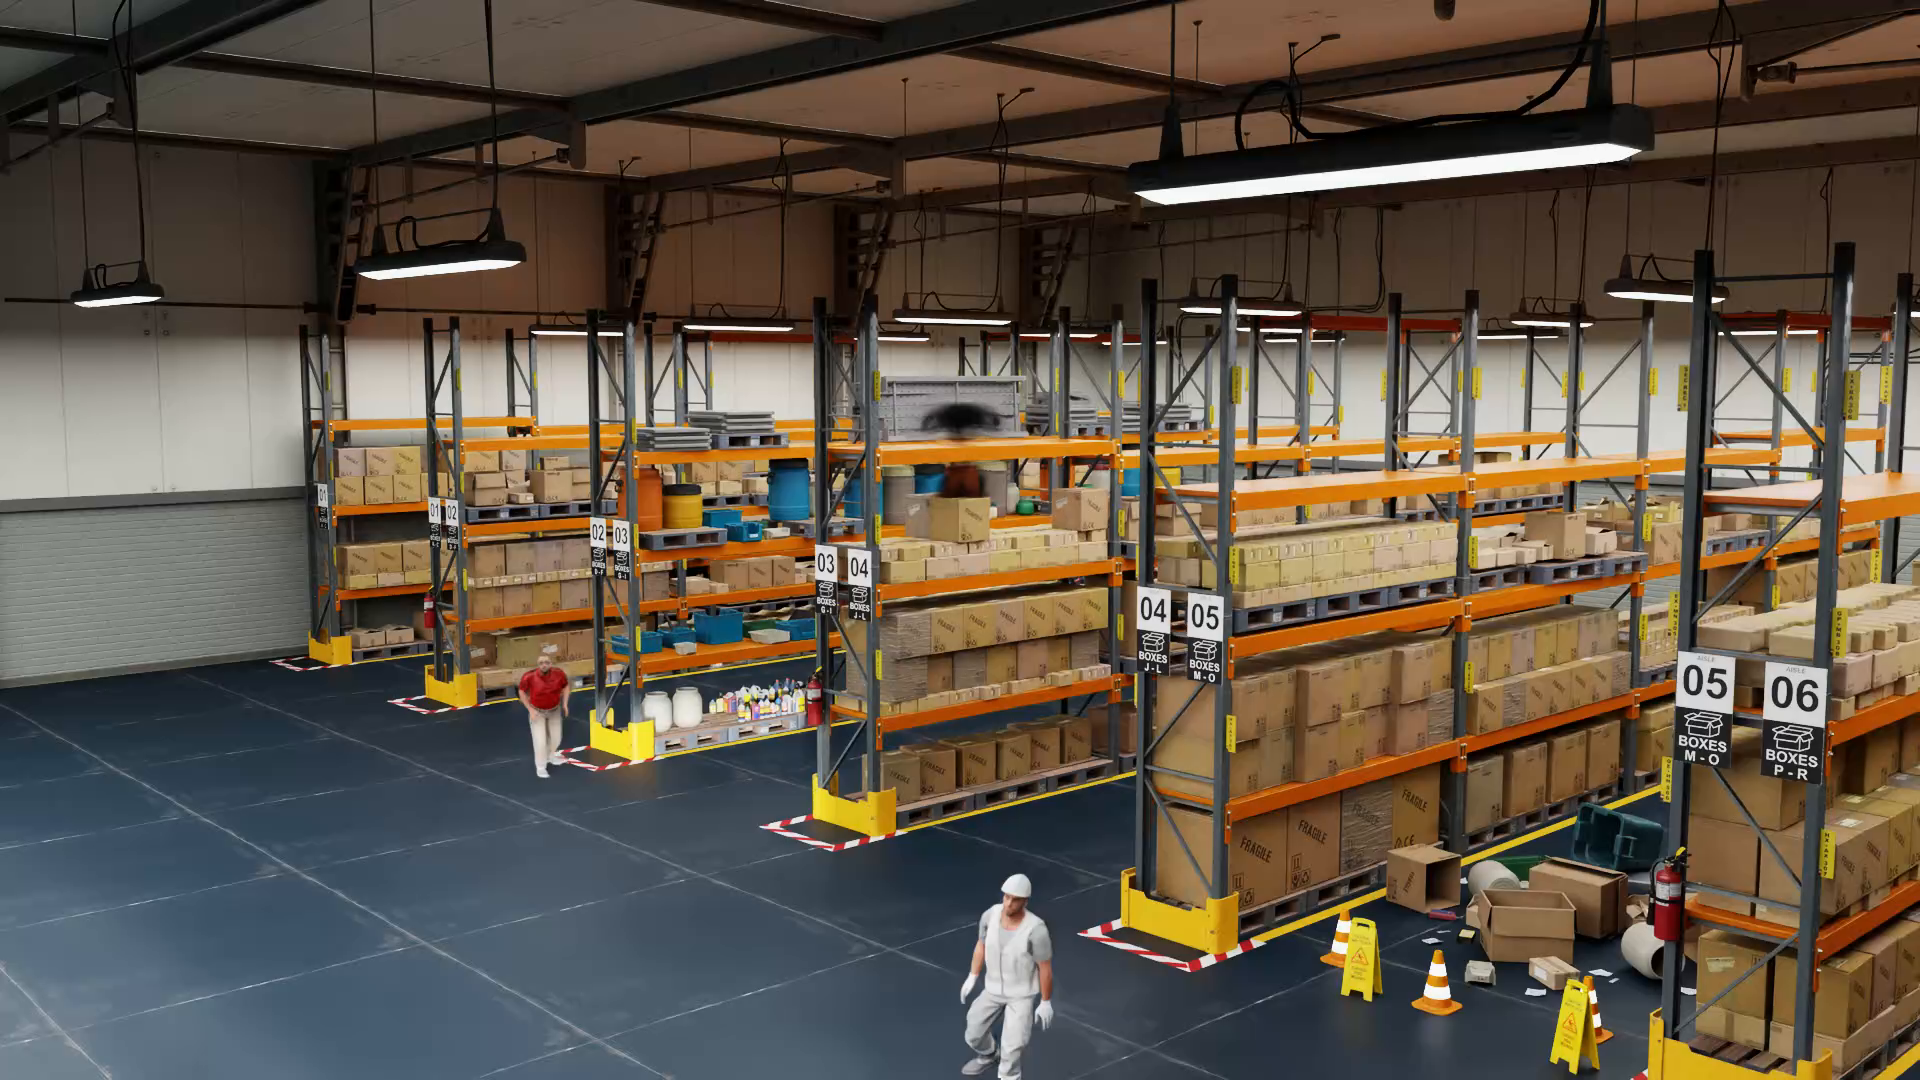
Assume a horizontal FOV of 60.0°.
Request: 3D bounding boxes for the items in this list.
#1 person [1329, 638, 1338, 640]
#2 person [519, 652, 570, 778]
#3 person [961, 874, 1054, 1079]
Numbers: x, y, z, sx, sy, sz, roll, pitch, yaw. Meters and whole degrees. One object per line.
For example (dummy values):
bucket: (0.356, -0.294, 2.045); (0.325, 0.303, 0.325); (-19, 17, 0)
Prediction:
person: (4.899, 2.085, 22.065); (0.626, 1.739, 0.712); (5, 8, 41)
person: (-5.326, 2.204, 21.337); (0.701, 1.637, 0.863); (-4, 7, -33)
person: (0.314, 3.129, 11.690); (0.836, 1.723, 0.655); (3, 7, 28)
